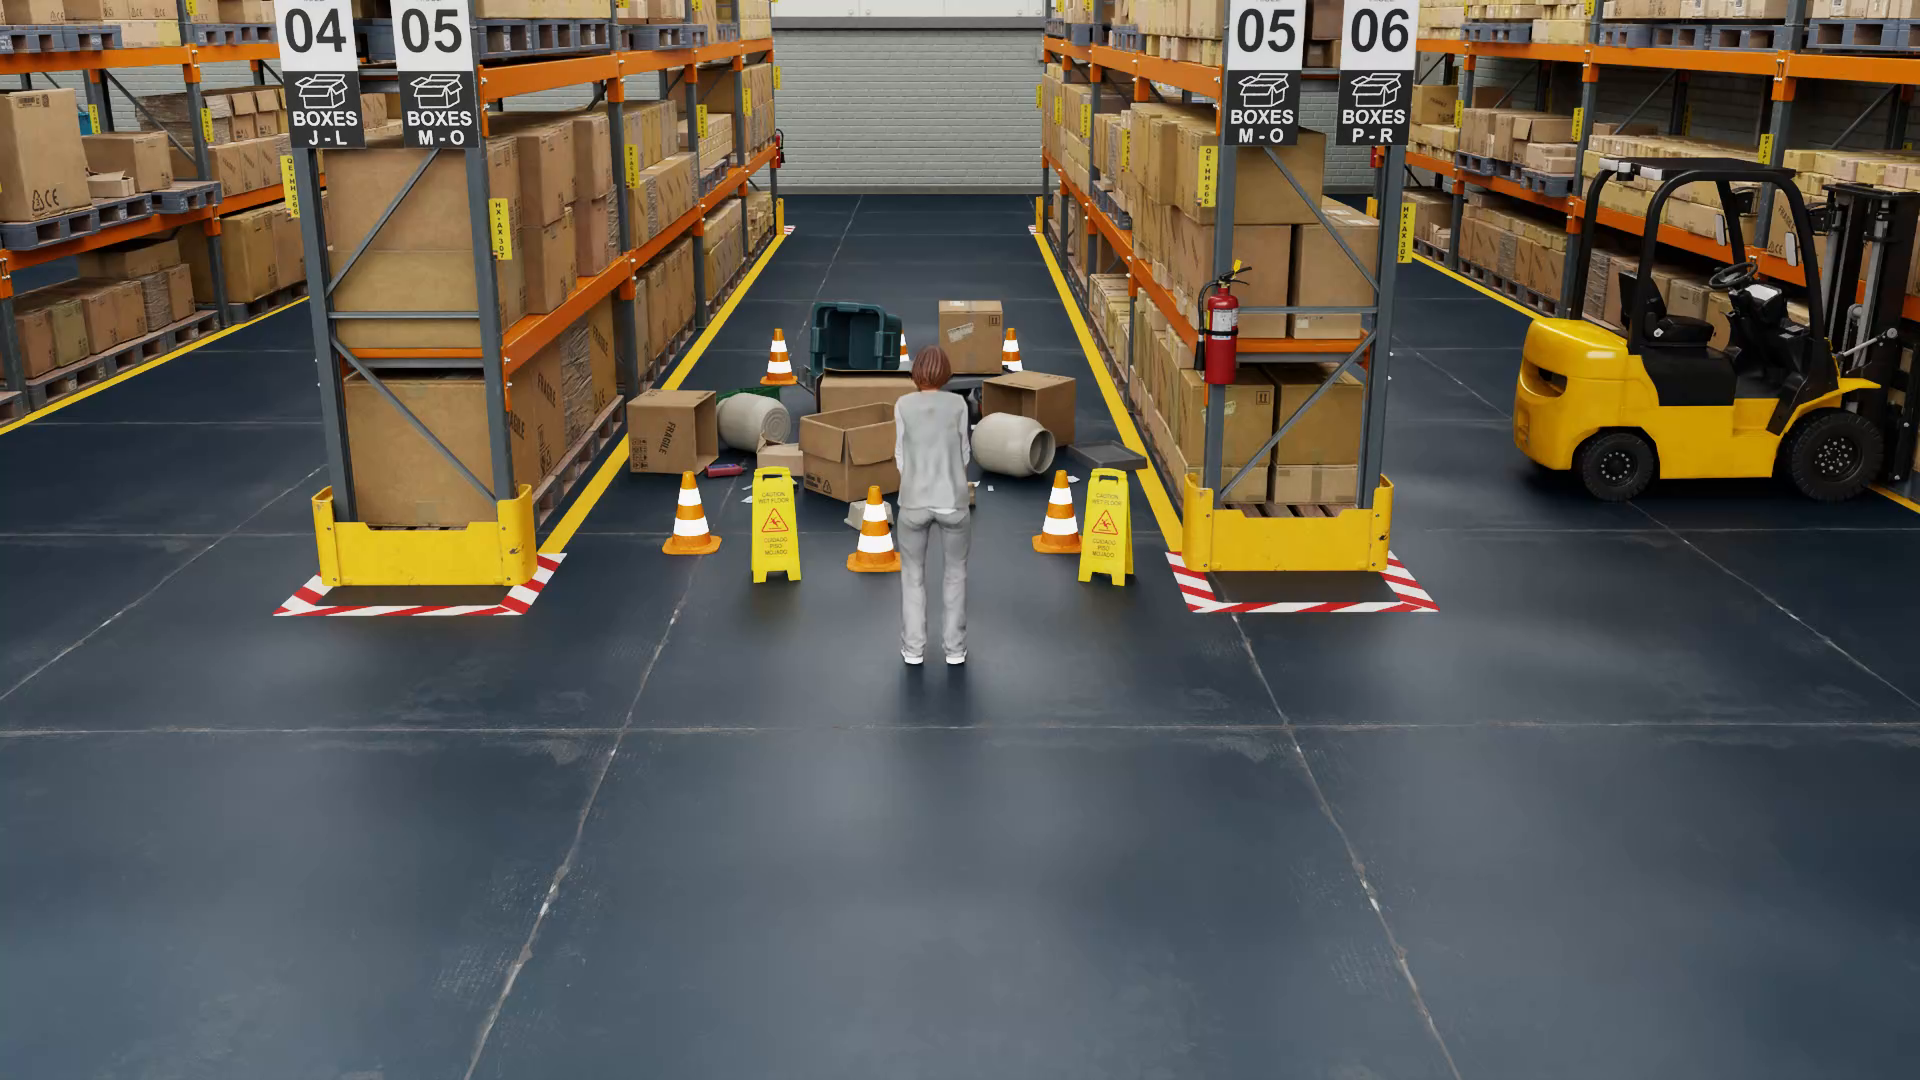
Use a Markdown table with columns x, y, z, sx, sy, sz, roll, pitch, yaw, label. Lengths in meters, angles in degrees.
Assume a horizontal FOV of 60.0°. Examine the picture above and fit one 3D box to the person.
| x | y | z | sx | sy | sz | roll | pitch | yaw | label |
| --- | --- | --- | --- | --- | --- | --- | --- | --- | --- |
| -0.134 | -0.181 | 8.167 | 0.375 | 1.589 | 0.508 | -1 | 17 | -2 | person |
